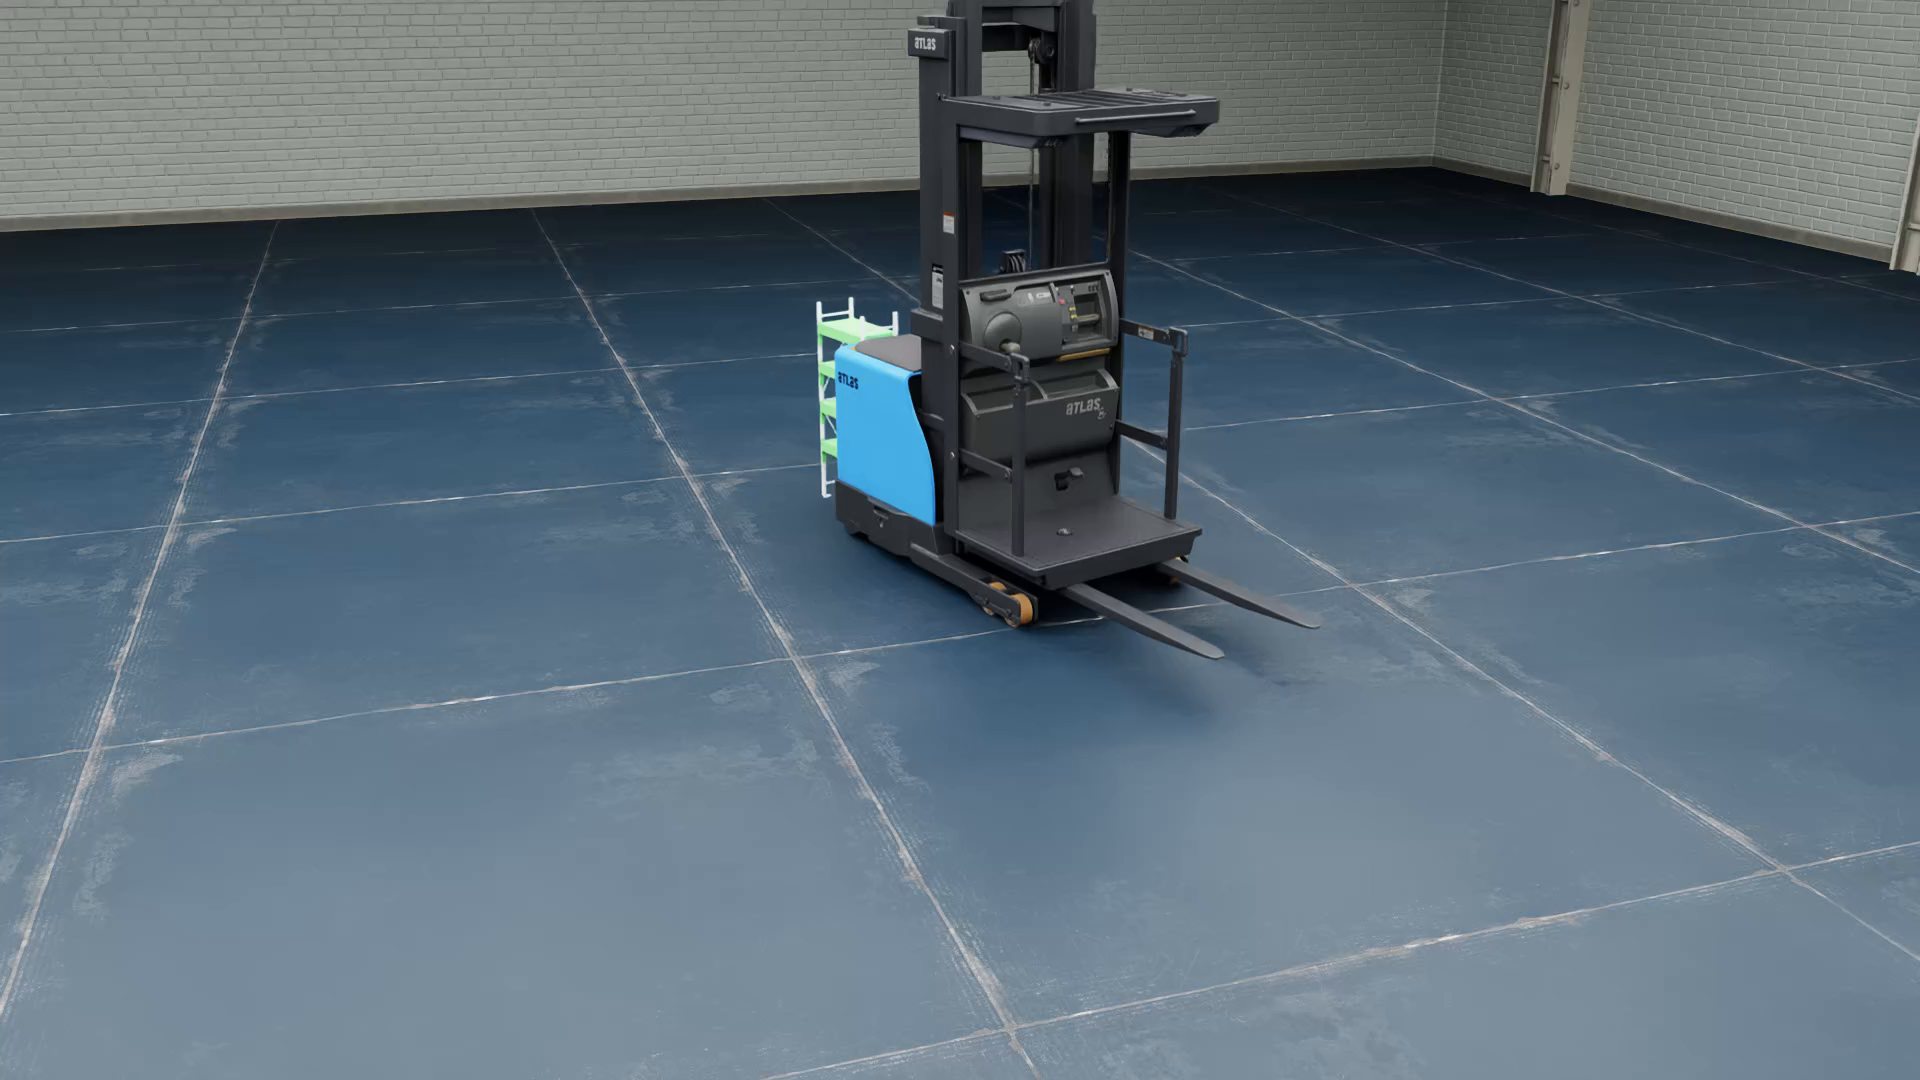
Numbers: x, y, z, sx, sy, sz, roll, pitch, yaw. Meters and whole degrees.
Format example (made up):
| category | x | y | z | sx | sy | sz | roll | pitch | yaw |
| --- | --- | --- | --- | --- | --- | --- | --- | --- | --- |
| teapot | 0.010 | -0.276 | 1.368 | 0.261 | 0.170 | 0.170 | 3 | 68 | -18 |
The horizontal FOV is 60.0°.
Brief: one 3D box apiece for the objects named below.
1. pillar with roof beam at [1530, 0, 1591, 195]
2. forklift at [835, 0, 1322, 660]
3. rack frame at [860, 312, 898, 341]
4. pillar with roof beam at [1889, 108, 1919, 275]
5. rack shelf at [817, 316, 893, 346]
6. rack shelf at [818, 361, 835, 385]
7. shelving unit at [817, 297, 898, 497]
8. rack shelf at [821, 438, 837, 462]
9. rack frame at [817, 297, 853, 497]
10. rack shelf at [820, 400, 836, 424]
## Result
| category | x | y | z | sx | sy | sz | roll | pitch | yaw |
| --- | --- | --- | --- | --- | --- | --- | --- | --- | --- |
| pillar with roof beam | 3.868 | -8.469 | 19.684 | 9.100 | 9.000 | 0.400 | -6 | 21 | -17 |
| forklift | 0.537 | -1.133 | 8.234 | 1.130 | 2.935 | 3.031 | -13 | 24 | -32 |
| rack frame | -0.460 | -0.716 | 9.636 | 0.240 | 1.200 | 0.015 | -13 | 24 | -32 |
| pillar with roof beam | 5.754 | -6.544 | 14.324 | 9.100 | 9.000 | 0.400 | -6 | 21 | -17 |
| rack shelf | -0.599 | -1.176 | 9.684 | 0.258 | 0.148 | 0.480 | -13 | 24 | -32 |
| rack shelf | -0.599 | -0.950 | 9.765 | 0.258 | 0.148 | 0.480 | -13 | 24 | -32 |
| shelving unit | -0.599 | -0.784 | 9.825 | 0.258 | 1.200 | 0.503 | -13 | 24 | -32 |
| rack shelf | -0.599 | -0.498 | 9.927 | 0.258 | 0.148 | 0.480 | -13 | 24 | -32 |
| rack frame | -0.737 | -0.852 | 10.014 | 0.240 | 1.200 | 0.015 | -13 | 24 | -32 |
| rack shelf | -0.599 | -0.724 | 9.846 | 0.258 | 0.148 | 0.480 | -13 | 24 | -32 |
